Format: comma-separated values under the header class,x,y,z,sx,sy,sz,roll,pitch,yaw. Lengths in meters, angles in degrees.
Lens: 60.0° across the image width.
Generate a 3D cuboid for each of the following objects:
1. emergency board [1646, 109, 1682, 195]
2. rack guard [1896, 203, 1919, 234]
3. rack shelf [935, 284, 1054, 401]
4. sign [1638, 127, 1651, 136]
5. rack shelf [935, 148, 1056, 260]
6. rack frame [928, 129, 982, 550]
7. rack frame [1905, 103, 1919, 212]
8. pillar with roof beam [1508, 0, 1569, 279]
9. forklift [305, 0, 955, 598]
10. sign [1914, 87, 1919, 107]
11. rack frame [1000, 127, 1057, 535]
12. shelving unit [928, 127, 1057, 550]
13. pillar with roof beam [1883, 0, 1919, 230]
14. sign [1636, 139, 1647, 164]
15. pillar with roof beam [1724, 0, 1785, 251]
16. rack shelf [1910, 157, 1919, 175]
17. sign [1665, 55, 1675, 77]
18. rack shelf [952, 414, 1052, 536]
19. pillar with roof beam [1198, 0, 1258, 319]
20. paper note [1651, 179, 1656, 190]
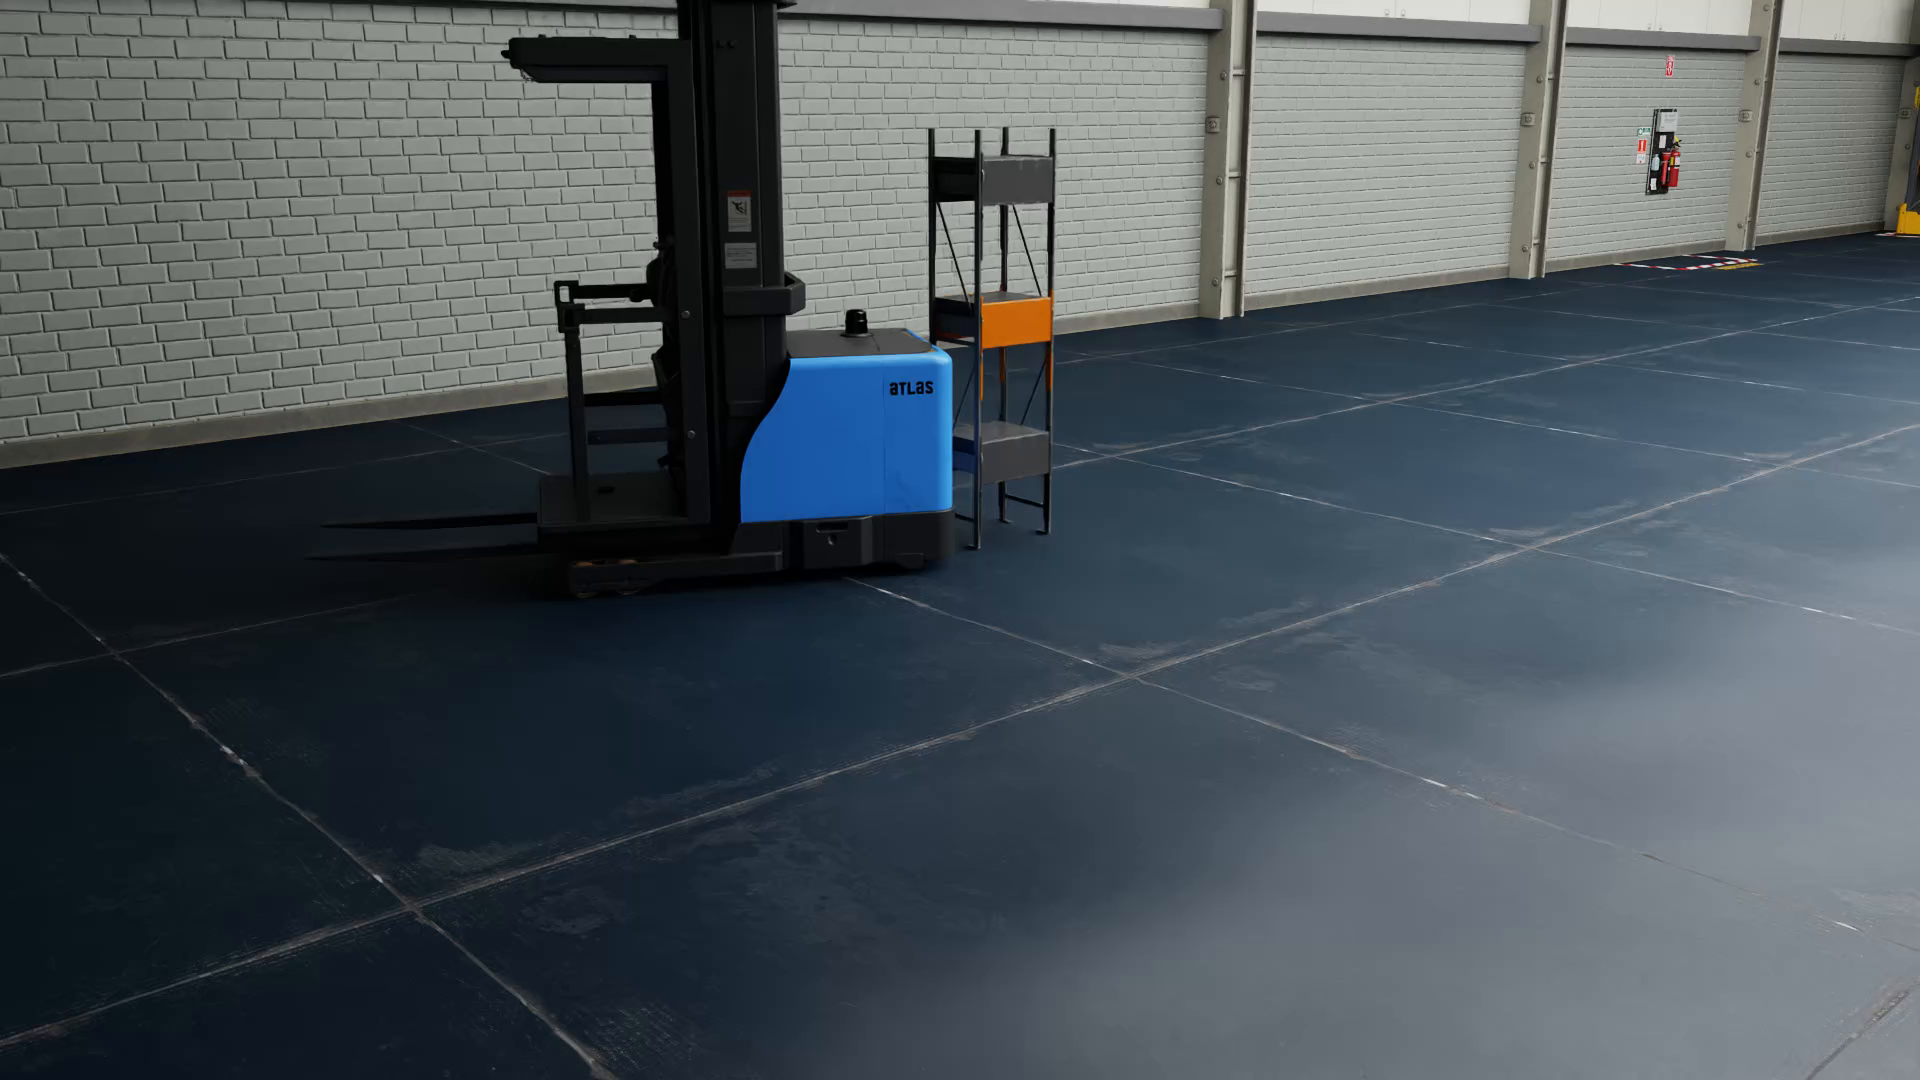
class,x,y,z,sx,sy,sz,roll,pitch,yaw
emergency board,9.928,-5.443,23.315,0.643,1.169,0.194,-13,19,-39
rack guard,16.441,-5.389,27.956,0.348,0.500,1.175,-13,19,-39
rack shelf,0.162,-1.029,8.588,0.480,0.518,0.431,-12,19,-38
sign,9.453,-5.642,22.963,0.331,0.109,0.001,-13,19,-39
rack shelf,0.162,-1.706,8.407,0.480,0.518,0.431,-12,19,-38
rack frame,-0.027,-1.003,8.435,0.015,2.100,0.400,-12,19,-38
rack frame,16.384,-6.584,27.586,0.127,3.000,1.000,-13,19,-39
pillar with roof beam,10.117,-6.898,17.138,0.400,9.000,9.100,-13,19,-39
forklift,-1.598,-1.296,7.924,3.031,2.935,1.130,-4,15,-14
sign,16.034,-7.407,27.813,0.005,0.325,0.100,-13,19,-39
rack frame,0.351,-1.082,8.733,0.015,2.100,0.400,-12,19,-38
shelving unit,0.162,-1.043,8.584,0.503,2.100,0.431,-12,19,-38
pillar with roof beam,19.170,-8.931,24.748,0.400,9.000,9.100,-13,19,-39
sign,9.443,-5.387,23.035,0.234,0.329,0.001,-13,19,-39
pillar with roof beam,14.643,-7.915,20.943,0.400,9.000,9.100,-13,19,-39
rack shelf,17.892,-6.575,28.947,4.000,0.370,1.077,-13,19,-39
sign,9.857,-6.581,23.084,0.199,0.298,0.001,-13,19,-39
rack shelf,0.161,-0.353,8.768,0.480,0.518,0.431,-12,19,-38
pillar with roof beam,5.591,-5.882,13.333,0.400,9.000,9.100,-13,19,-39
paper note,9.749,-5.001,23.367,0.142,0.148,0.016,-13,19,-39
